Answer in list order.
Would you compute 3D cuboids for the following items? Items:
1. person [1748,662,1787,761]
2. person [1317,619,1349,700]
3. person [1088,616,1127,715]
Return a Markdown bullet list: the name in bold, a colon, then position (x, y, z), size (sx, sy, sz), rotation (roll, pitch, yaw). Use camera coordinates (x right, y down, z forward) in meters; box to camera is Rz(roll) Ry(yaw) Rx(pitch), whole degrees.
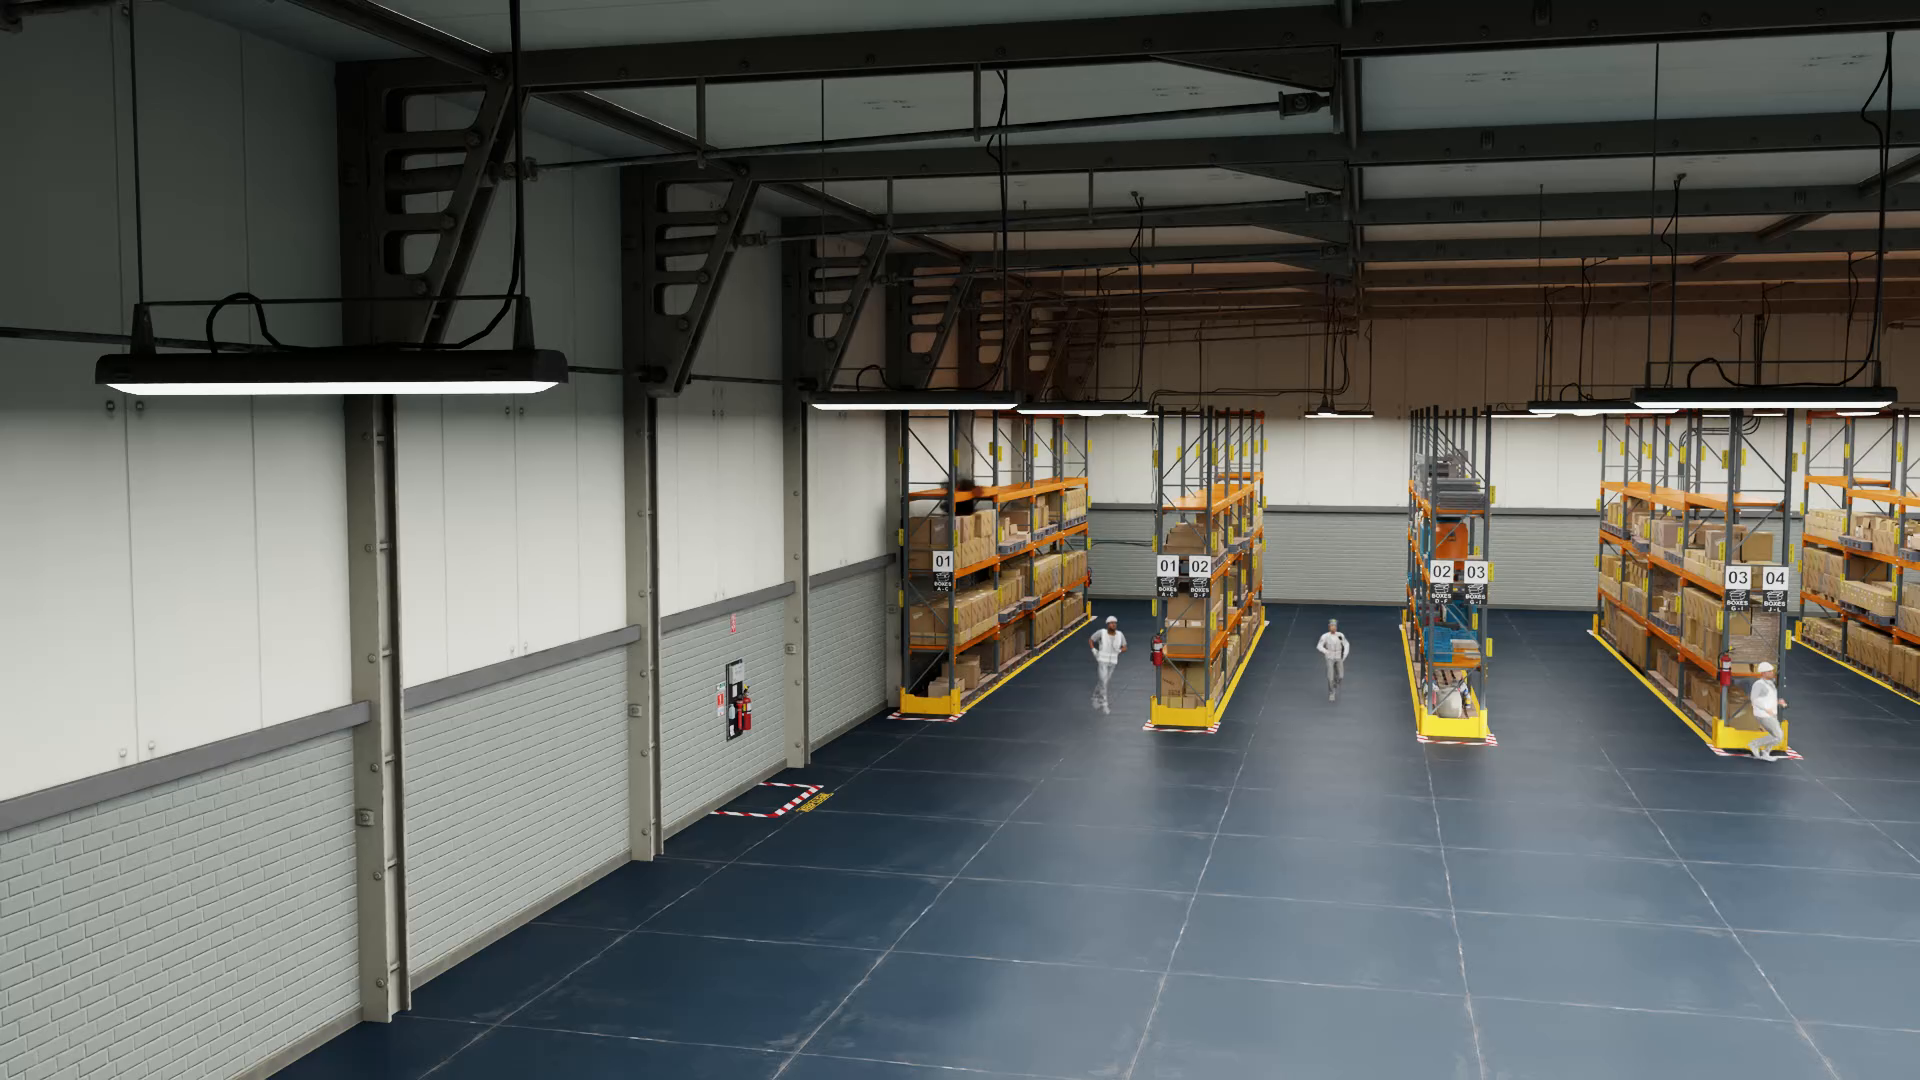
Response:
- **person**: position (13.504, 2.884, 27.825), size (0.557, 1.701, 0.663), rotation (3, 5, 35)
- **person**: position (7.662, 2.448, 34.065), size (0.681, 1.659, 0.494), rotation (0, 4, -1)
- **person**: position (2.818, 2.340, 31.505), size (0.705, 1.816, 0.888), rotation (-1, 4, -19)
